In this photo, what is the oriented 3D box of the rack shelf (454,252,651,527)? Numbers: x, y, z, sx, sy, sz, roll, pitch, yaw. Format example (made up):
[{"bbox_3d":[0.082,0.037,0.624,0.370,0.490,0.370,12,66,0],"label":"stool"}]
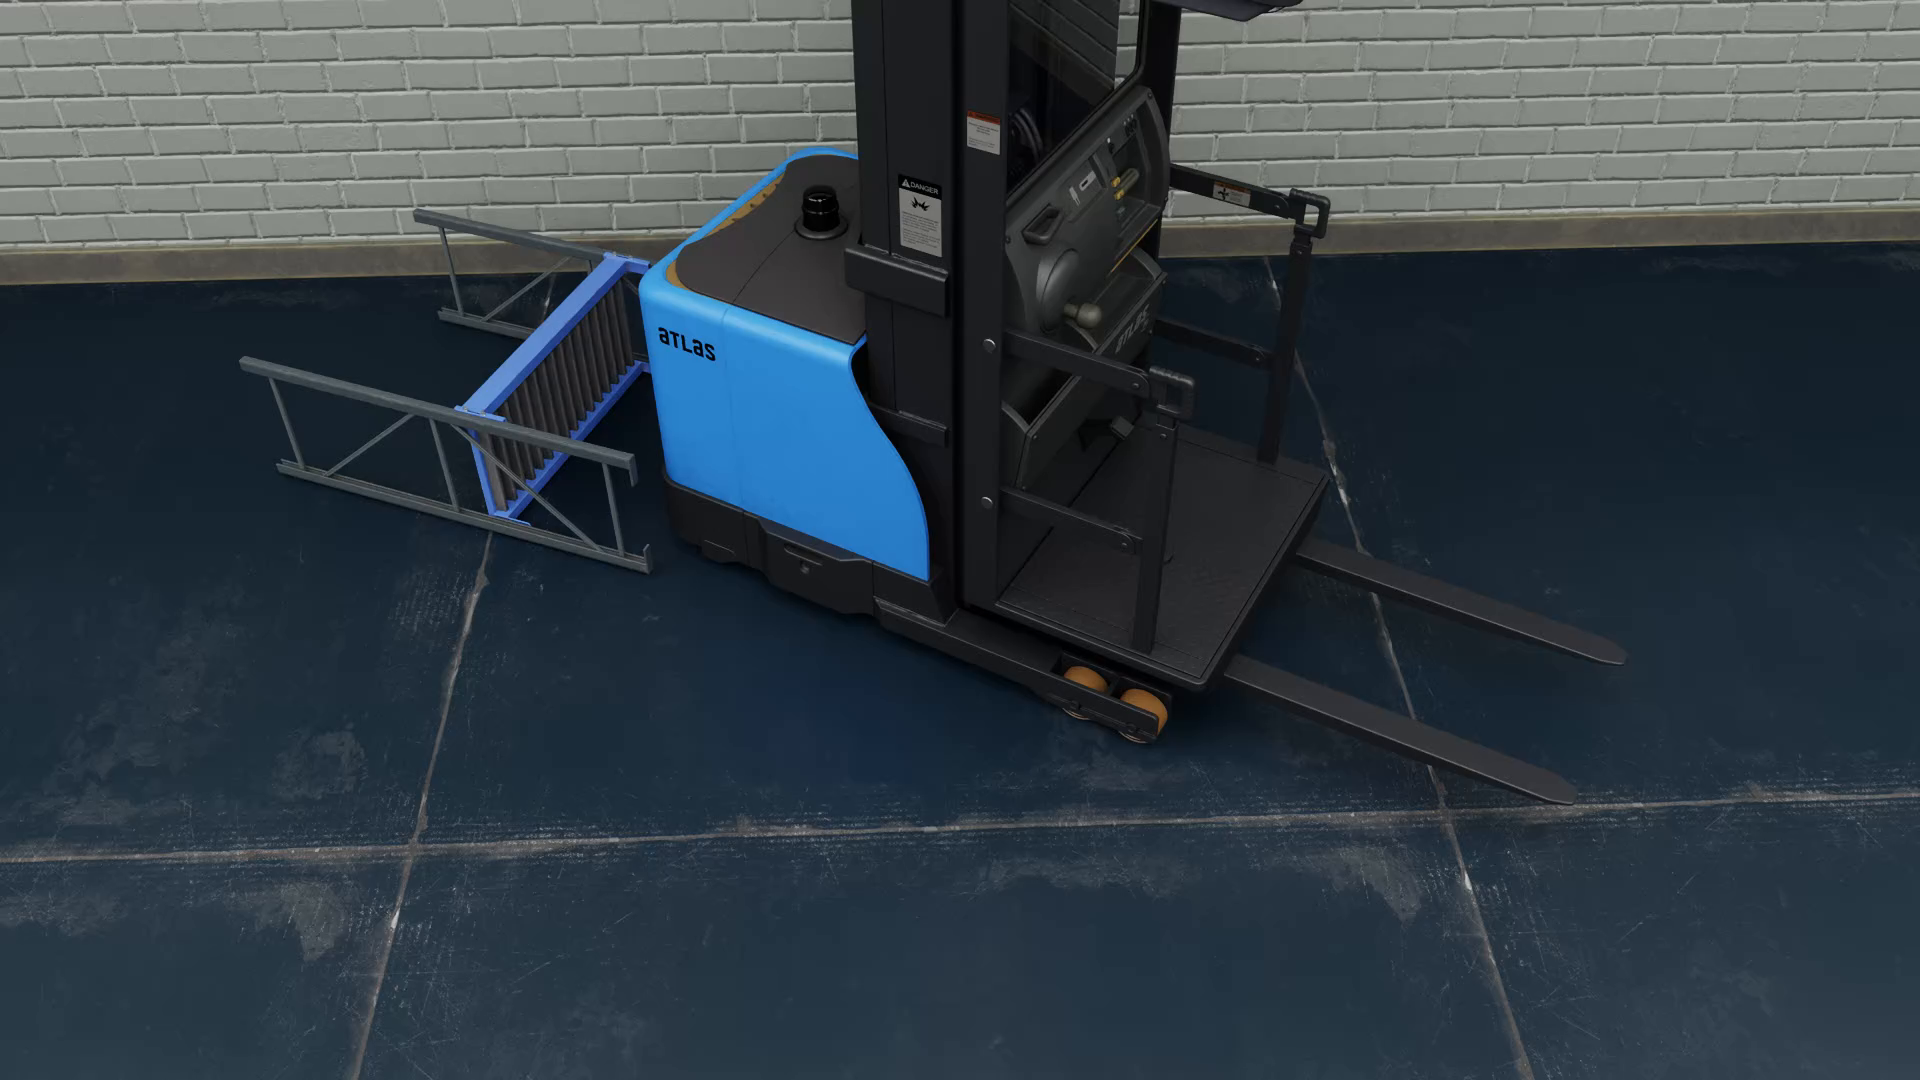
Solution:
[{"bbox_3d":[-1.395,-0.535,5.936,0.185,0.538,1.000,14,44,15],"label":"rack shelf"}]

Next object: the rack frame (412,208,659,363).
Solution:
[{"bbox_3d":[-1.384,-0.900,6.333,1.500,0.500,0.032,14,44,15],"label":"rack frame"}]

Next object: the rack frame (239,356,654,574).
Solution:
[{"bbox_3d":[-1.742,-0.257,5.632,1.500,0.500,0.032,14,44,15],"label":"rack frame"}]

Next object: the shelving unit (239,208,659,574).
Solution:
[{"bbox_3d":[-1.563,-0.578,5.982,1.500,0.538,1.048,14,44,15],"label":"shelving unit"}]

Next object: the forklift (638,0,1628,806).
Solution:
[{"bbox_3d":[0.544,-0.875,4.536,3.031,2.935,1.130,21,46,21],"label":"forklift"}]
